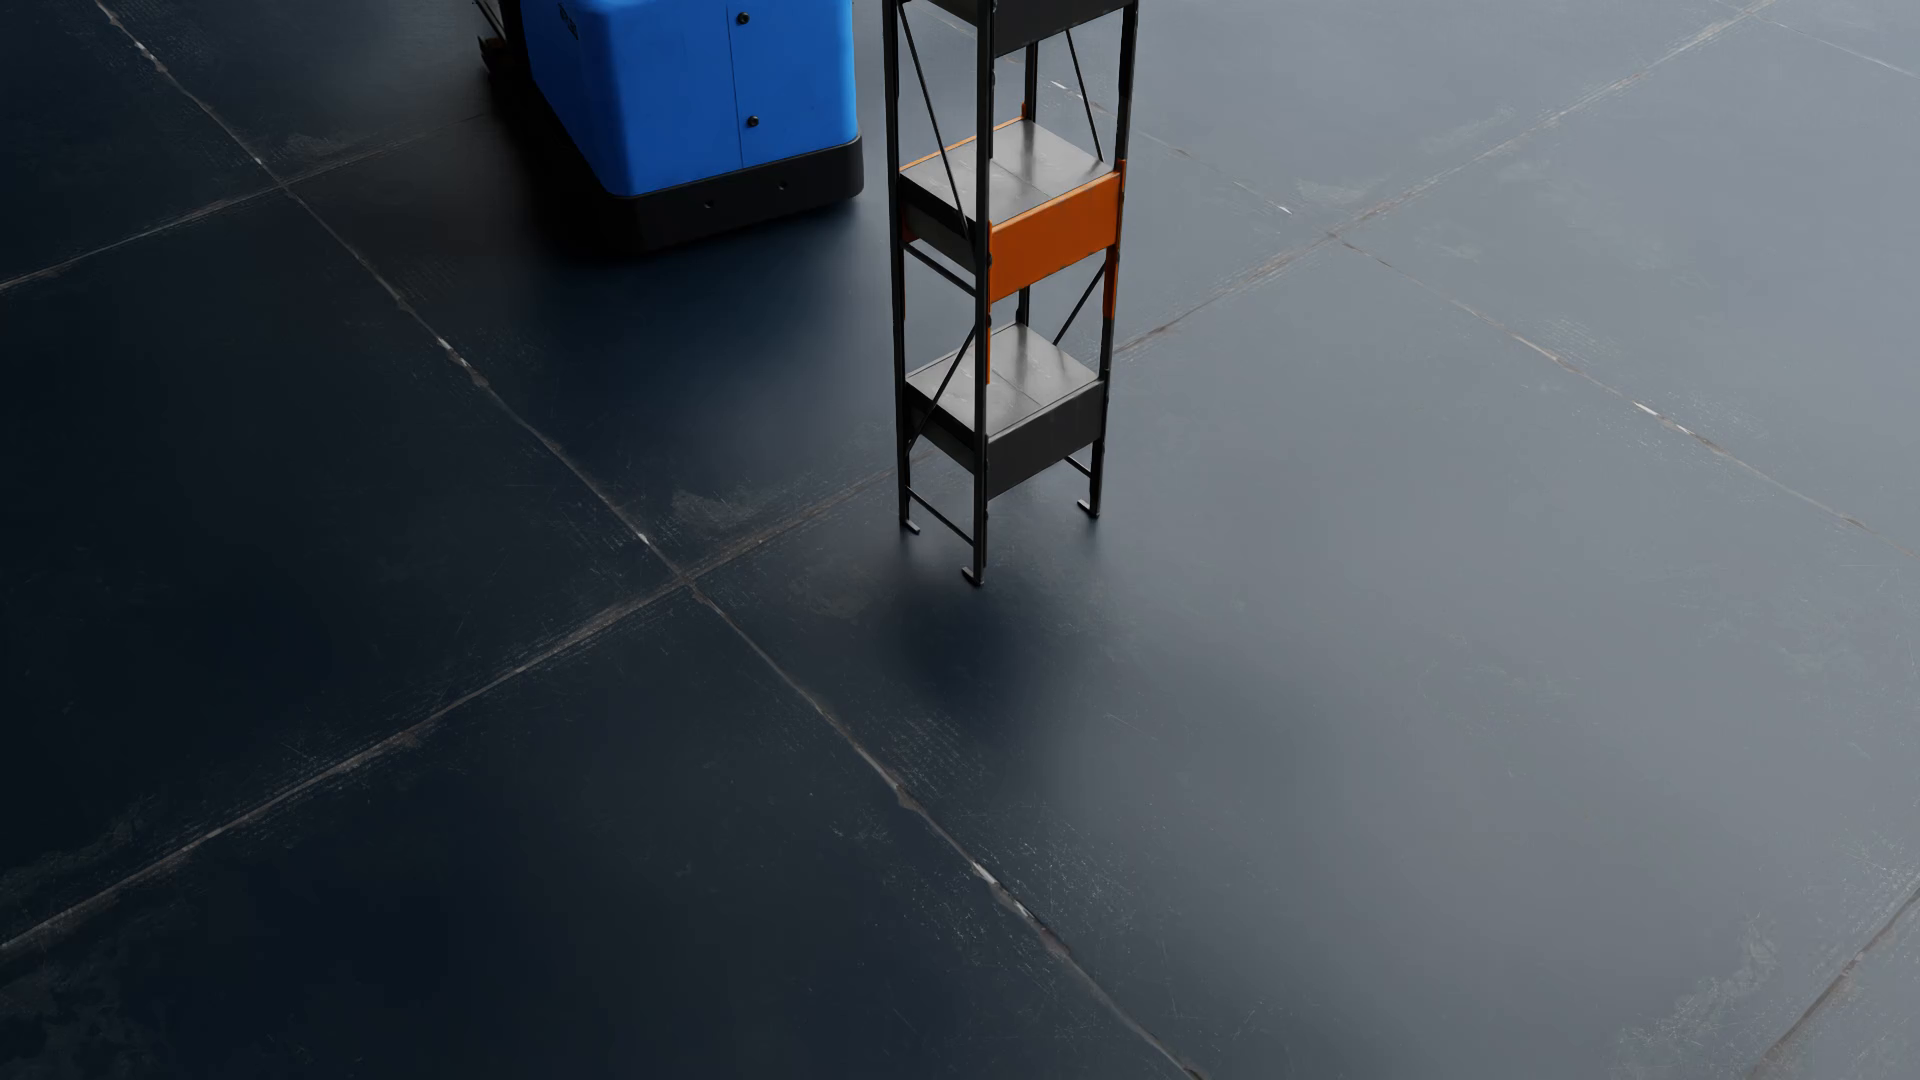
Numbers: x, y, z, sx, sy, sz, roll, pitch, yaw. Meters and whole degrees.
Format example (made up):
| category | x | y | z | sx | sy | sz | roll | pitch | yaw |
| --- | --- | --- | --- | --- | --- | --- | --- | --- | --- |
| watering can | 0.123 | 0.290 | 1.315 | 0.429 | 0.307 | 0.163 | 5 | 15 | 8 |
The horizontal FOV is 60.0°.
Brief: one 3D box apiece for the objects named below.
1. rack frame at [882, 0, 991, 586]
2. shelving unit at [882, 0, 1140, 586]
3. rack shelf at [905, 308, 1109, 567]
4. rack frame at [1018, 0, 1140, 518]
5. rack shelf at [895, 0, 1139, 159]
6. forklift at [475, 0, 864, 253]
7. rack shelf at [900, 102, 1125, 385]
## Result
| category | x | y | z | sx | sy | sz | roll | pitch | yaw |
| --- | --- | --- | --- | --- | --- | --- | --- | --- | --- |
| rack frame | -0.060 | -0.731 | 4.494 | 0.015 | 2.100 | 0.400 | -30 | 51 | -28 |
| shelving unit | 0.127 | -0.838 | 4.609 | 0.503 | 2.100 | 0.431 | -30 | 51 | -28 |
| rack shelf | 0.127 | -0.318 | 5.097 | 0.480 | 0.518 | 0.431 | -30 | 51 | -28 |
| rack frame | 0.314 | -0.945 | 4.723 | 0.015 | 2.100 | 0.400 | -30 | 51 | -28 |
| rack shelf | 0.127 | -1.338 | 4.139 | 0.480 | 0.518 | 0.431 | -30 | 51 | -28 |
| forklift | -1.495 | -3.163 | 6.477 | 1.130 | 2.935 | 3.031 | -19 | 46 | -19 |
| rack shelf | 0.127 | -0.828 | 4.618 | 0.480 | 0.518 | 0.431 | -30 | 51 | -28 |
